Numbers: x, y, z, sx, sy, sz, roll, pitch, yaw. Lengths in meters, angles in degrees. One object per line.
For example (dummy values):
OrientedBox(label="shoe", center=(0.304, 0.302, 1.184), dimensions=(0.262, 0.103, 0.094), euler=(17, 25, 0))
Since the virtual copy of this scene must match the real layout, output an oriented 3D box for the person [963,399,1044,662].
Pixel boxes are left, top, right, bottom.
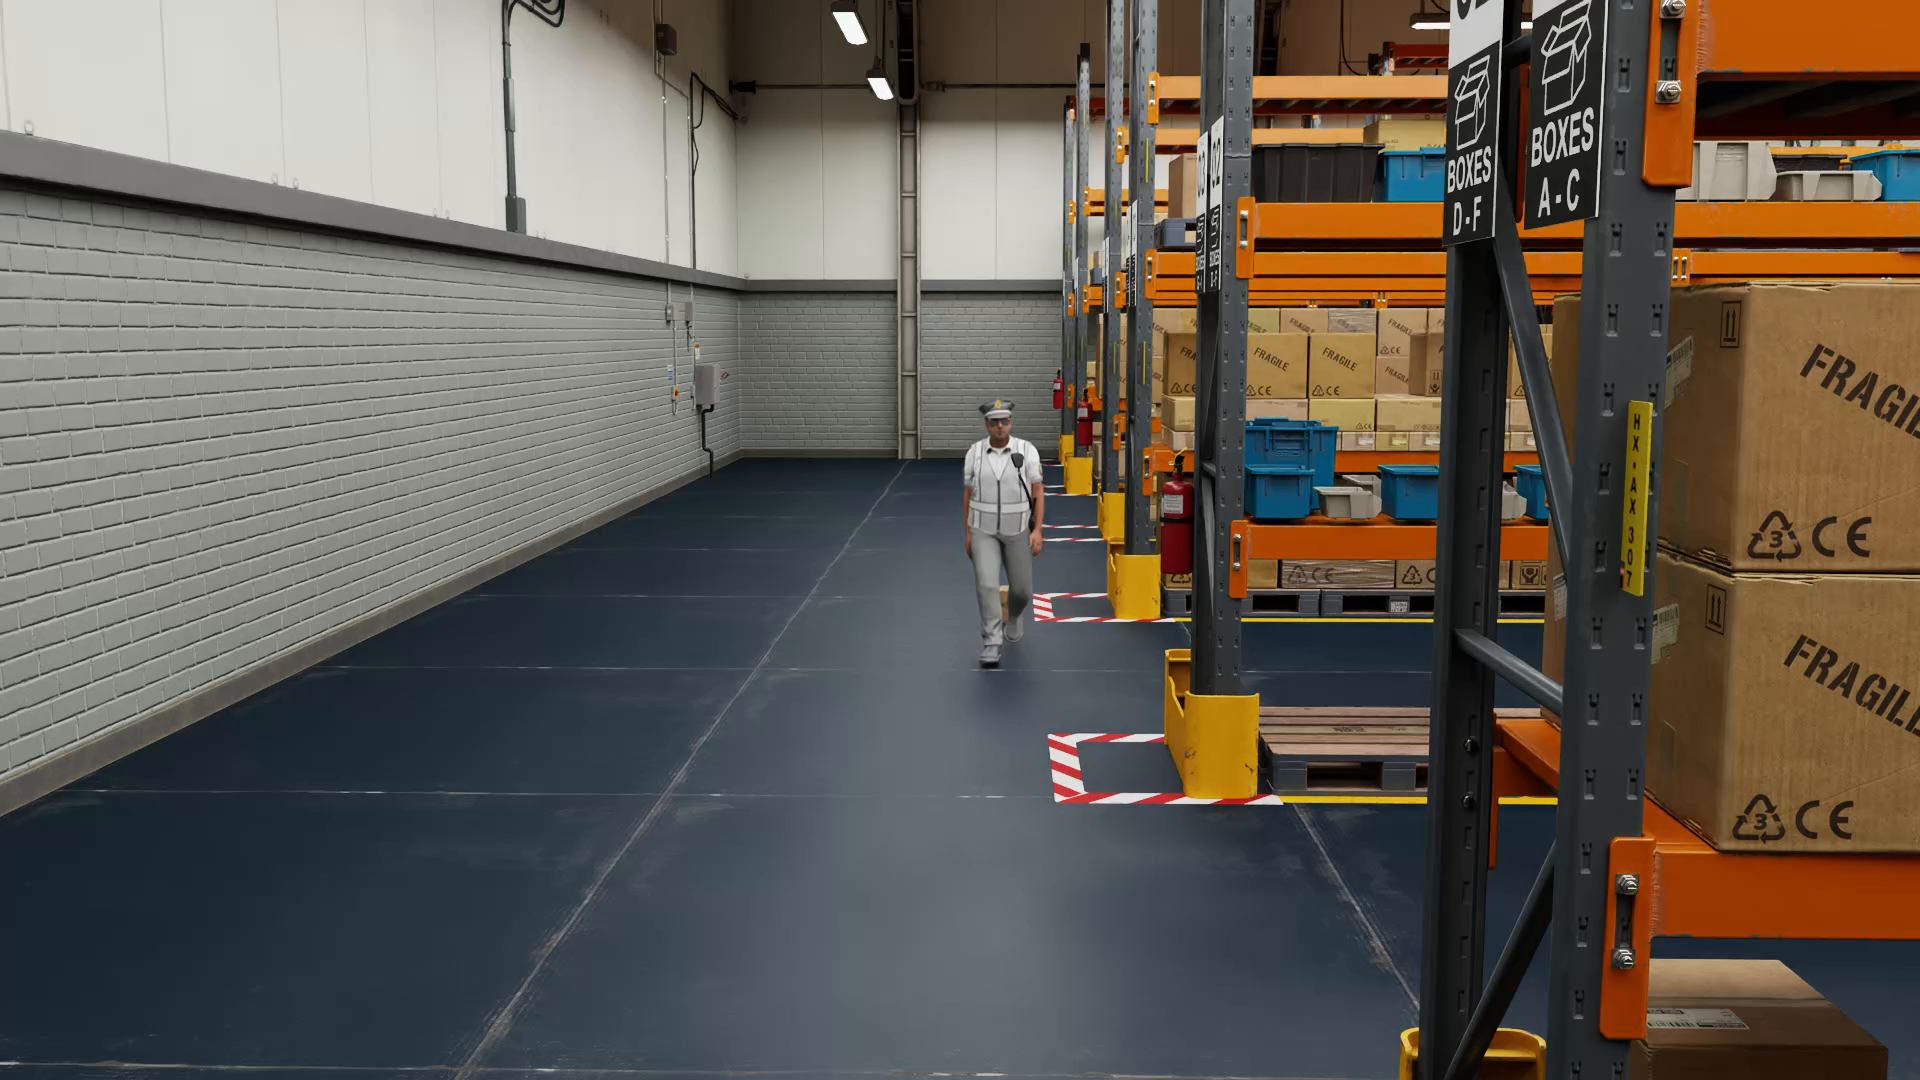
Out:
OrientedBox(label="person", center=(0.295, -0.086, 11.232), dimensions=(0.548, 1.739, 0.793), euler=(0, 7, 4))
